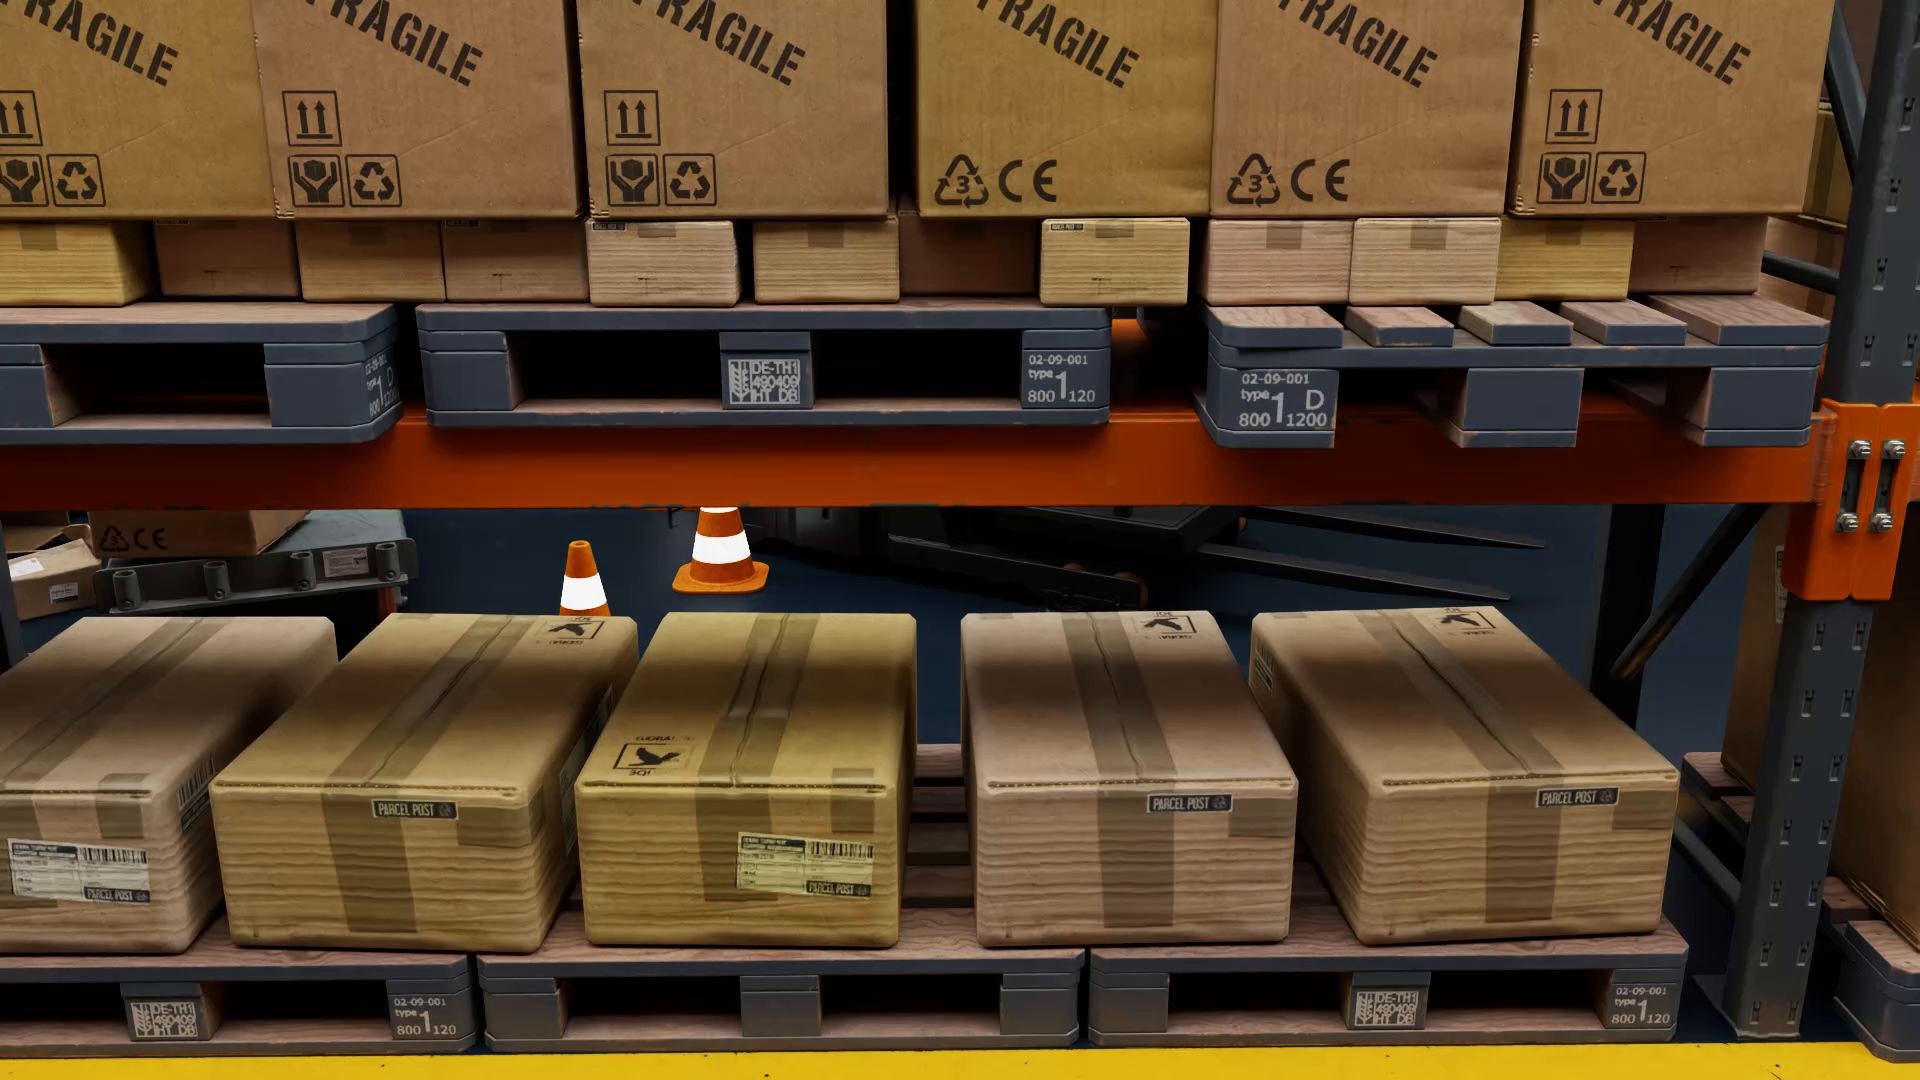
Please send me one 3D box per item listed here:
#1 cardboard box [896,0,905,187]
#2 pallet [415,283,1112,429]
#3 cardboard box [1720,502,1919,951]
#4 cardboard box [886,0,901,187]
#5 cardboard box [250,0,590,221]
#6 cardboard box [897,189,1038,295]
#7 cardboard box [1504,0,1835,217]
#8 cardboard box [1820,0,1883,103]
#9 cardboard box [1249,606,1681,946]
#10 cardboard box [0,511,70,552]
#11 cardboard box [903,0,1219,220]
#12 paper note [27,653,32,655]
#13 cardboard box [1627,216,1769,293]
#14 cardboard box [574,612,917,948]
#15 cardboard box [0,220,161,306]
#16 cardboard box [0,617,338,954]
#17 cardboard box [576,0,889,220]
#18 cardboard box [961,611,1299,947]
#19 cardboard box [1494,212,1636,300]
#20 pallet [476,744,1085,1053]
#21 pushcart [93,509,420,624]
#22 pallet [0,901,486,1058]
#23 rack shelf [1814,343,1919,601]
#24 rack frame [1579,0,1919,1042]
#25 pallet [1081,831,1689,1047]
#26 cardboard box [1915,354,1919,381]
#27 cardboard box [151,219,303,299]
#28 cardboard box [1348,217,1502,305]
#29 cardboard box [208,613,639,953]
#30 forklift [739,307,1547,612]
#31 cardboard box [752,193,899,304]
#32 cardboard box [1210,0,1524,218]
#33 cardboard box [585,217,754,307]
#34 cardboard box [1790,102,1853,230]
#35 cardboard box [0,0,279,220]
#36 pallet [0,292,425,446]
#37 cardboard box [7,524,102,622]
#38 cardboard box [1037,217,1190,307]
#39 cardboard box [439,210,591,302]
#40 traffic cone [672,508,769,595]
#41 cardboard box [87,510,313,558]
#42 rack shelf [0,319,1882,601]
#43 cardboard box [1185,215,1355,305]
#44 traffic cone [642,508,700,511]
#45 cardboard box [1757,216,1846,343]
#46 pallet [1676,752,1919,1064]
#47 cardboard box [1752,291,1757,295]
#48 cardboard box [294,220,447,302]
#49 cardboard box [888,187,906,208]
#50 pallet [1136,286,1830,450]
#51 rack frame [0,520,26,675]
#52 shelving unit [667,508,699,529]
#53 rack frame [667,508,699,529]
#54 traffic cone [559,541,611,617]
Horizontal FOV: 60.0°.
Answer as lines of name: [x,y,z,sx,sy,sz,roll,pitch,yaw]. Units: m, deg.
cardboard box: [0.128,-1.011,3.451,0.500,0.500,0.500,0,18,0]
pallet: [-0.345,-0.449,3.352,1.213,0.211,1.003,0,18,-1]
cardboard box: [2.325,0.271,3.583,0.875,0.875,0.875,0,18,-1]
cardboard box: [-0.372,-1.011,3.451,0.500,0.500,0.500,-1,18,-3]
cardboard box: [-0.898,-0.848,2.943,0.500,0.500,0.500,0,18,-1]
cardboard box: [0.011,-0.564,3.120,0.250,0.149,0.380,0,18,0]
cardboard box: [1.183,-0.865,2.995,0.500,0.500,0.500,-1,18,-2]
cardboard box: [2.146,-1.169,3.480,0.500,0.500,0.500,-1,18,-2]
cardboard box: [1.068,0.488,3.730,0.625,0.372,0.950,-1,18,-5]
cardboard box: [-3.715,-0.189,6.091,0.503,0.637,0.797,0,18,-1]
cardboard box: [0.162,-0.856,2.968,0.500,0.500,0.500,-1,18,-5]
paper note: [-2.923,0.352,5.401,0.142,0.019,0.148,0,18,-1]
cardboard box: [1.309,-0.570,3.137,0.250,0.149,0.380,0,18,1]
cardboard box: [-0.428,0.496,3.705,0.625,0.372,0.950,0,18,1]
cardboard box: [-1.559,-0.529,3.008,0.250,0.149,0.380,0,18,0]
cardboard box: [-1.842,0.504,3.679,0.625,0.372,0.950,0,18,0]
cardboard box: [-0.384,-0.854,2.961,0.500,0.500,0.500,-1,18,-3]
cardboard box: [0.330,0.494,3.711,0.625,0.372,0.950,-1,18,-2]
cardboard box: [1.042,-0.546,3.064,0.250,0.149,0.380,0,18,0]
pallet: [-0.365,0.773,3.792,1.213,0.211,1.003,0,18,-1]
pushcart: [-2.452,0.009,5.902,0.936,0.377,1.648,-7,19,-20]
pallet: [-1.588,0.780,3.770,1.213,0.211,1.003,0,18,-1]
rack shelf: [3.633,-0.230,3.531,4.000,0.370,1.077,0,18,-1]
rack frame: [1.633,-0.563,3.391,0.127,3.000,1.000,0,18,-1]
pallet: [0.852,0.768,3.807,1.213,0.211,1.003,0,18,-1]
cardboard box: [2.127,-0.417,3.182,0.500,0.250,0.500,-1,18,-2]
cardboard box: [-1.277,-0.553,3.086,0.250,0.149,0.380,1,18,3]
cardboard box: [0.791,-0.531,3.017,0.250,0.149,0.380,0,18,-1]
cardboard box: [-1.123,0.500,3.693,0.625,0.372,0.950,1,18,3]
forklift: [0.553,-1.304,5.814,3.031,2.935,1.130,9,20,27]
cardboard box: [-0.239,-0.538,3.038,0.250,0.149,0.380,-1,18,-3]
cardboard box: [0.666,-0.859,2.977,0.500,0.500,0.500,-1,18,-2]
cardboard box: [-0.505,-0.528,3.006,0.250,0.149,0.380,0,18,1]
cardboard box: [2.114,-0.809,3.587,0.500,0.250,0.500,0,18,-1]
cardboard box: [-1.392,-0.850,2.949,0.500,0.500,0.500,0,18,-1]
pallet: [-1.600,-0.411,3.234,1.213,0.211,1.003,0,18,-1]
cardboard box: [-3.215,0.107,5.780,0.396,0.266,0.258,-15,23,-39]
cardboard box: [0.264,-0.527,3.004,0.250,0.149,0.380,0,18,0]
cardboard box: [-0.772,-0.542,3.051,0.250,0.149,0.380,0,18,0]
traffic cone: [-0.874,-0.076,6.027,0.334,0.463,0.336,0,18,-1]
cardboard box: [-2.424,-0.257,5.292,0.500,0.500,0.500,0,18,-1]
rack shelf: [-0.366,-0.211,3.471,4.000,0.370,1.077,0,18,-1]
cardboard box: [0.539,-0.533,3.021,0.250,0.149,0.380,-1,18,-3]
traffic cone: [-1.181,-0.392,7.013,0.334,0.463,0.336,0,18,-1]
cardboard box: [2.135,-0.573,3.669,0.500,0.250,0.500,-1,18,-3]
pallet: [2.423,0.784,3.758,1.213,0.211,1.003,0,18,-1]
cardboard box: [3.692,-1.019,8.219,0.500,0.500,0.500,-1,18,-2]
cardboard box: [-1.019,-0.542,3.050,0.250,0.149,0.380,0,18,0]
cardboard box: [-0.049,-0.687,3.502,0.250,0.149,0.380,0,18,1]
pallet: [0.922,-0.436,3.309,1.003,0.211,1.213,0,18,-1]
rack frame: [-2.366,-0.544,3.331,0.127,3.000,1.000,0,18,-1]
shelving unit: [-1.026,-0.491,6.606,0.210,0.900,0.258,9,20,27]
rack frame: [-1.115,-0.506,6.652,0.006,0.900,0.240,9,20,27]
traffic cone: [-1.148,0.231,5.070,0.334,0.463,0.336,0,18,-1]
